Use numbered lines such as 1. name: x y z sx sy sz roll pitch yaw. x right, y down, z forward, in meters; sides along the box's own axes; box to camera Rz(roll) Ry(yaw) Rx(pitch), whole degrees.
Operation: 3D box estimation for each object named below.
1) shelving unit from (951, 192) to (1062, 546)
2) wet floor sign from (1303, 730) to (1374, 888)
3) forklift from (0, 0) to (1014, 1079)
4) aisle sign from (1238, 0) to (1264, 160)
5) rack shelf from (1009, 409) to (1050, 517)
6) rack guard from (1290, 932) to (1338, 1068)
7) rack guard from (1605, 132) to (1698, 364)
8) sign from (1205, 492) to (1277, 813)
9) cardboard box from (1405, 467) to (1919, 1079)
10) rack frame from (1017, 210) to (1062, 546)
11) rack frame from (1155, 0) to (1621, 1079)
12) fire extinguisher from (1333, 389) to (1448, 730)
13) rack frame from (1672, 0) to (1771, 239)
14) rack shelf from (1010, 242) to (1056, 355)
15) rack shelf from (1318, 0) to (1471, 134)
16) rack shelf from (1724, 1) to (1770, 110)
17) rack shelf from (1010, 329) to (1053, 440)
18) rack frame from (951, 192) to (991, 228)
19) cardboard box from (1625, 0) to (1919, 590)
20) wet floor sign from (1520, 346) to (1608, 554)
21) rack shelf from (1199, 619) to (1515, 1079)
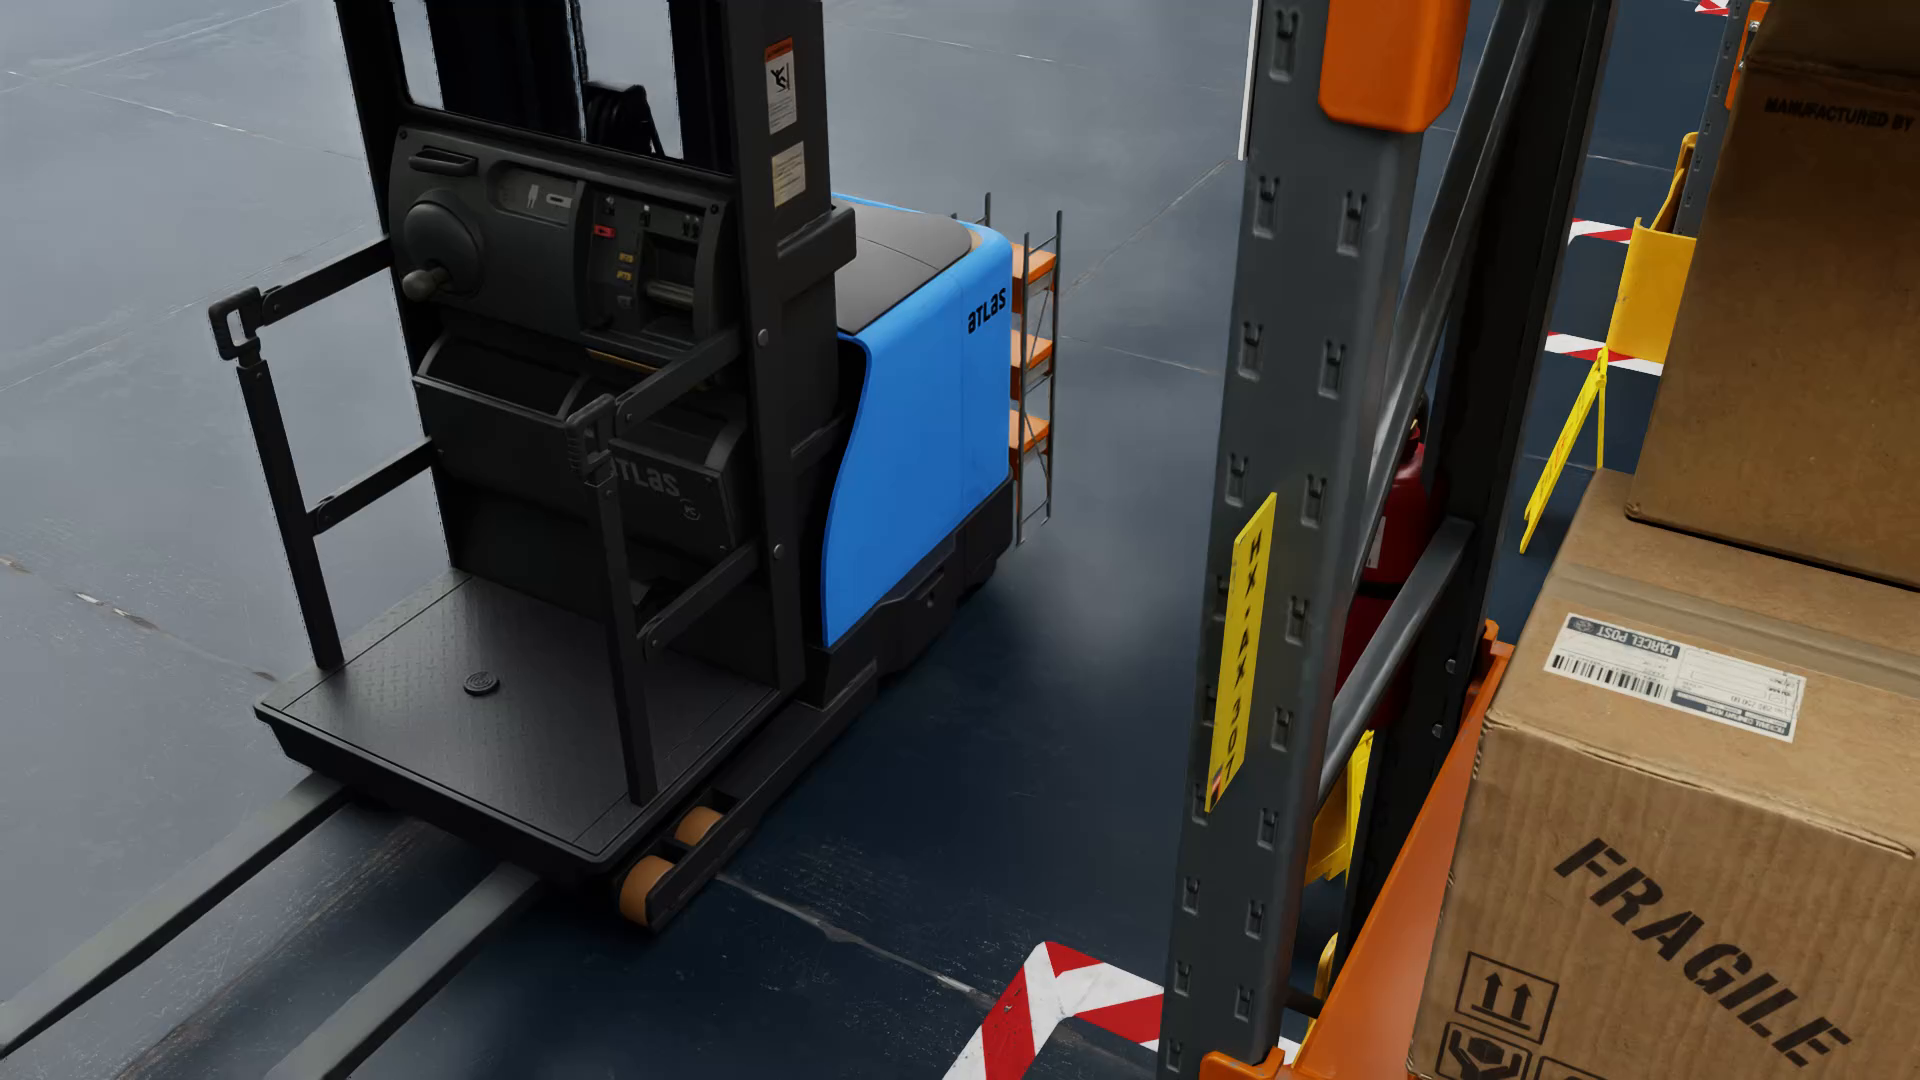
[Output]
1. shelving unit: 0.134 -0.502 5.057 0.252 1.050 0.215 20 38 27
2. wet floor sign: 0.904 0.624 3.730 0.267 0.644 0.232 -25 41 -33
3. forklift: -1.007 -0.604 3.513 1.130 2.935 3.031 18 37 24
4. aisle sign: 0.331 -0.738 1.307 0.004 0.787 0.394 18 37 24
5. rack shelf: 0.134 -0.262 5.216 0.240 0.259 0.215 20 38 27
6. rack guard: 0.604 1.273 2.888 0.348 0.500 1.175 18 37 24
7. rack guard: 2.886 -1.165 6.548 0.348 0.500 1.175 18 37 24
8. sign: 0.269 0.112 1.594 0.005 0.325 0.100 18 37 24
9. cardboard box: 0.812 0.310 1.720 0.500 0.500 0.500 17 37 24
10. rack frame: 0.236 -0.465 5.001 0.008 1.050 0.200 20 38 27
11. rack frame: 0.537 0.213 2.224 0.053 2.616 0.949 18 37 24
12. fire extinguisher: 0.668 -0.010 2.628 0.183 0.674 0.296 18 37 24
13. rack frame: 2.907 -2.198 5.845 0.127 3.000 1.000 18 37 24
14. rack shelf: 0.134 -0.730 4.906 0.240 0.259 0.215 20 38 27
15. rack shelf: 2.275 -0.188 0.768 4.000 0.370 1.077 18 37 24
16. rack shelf: 4.643 -1.349 5.218 4.000 0.370 1.077 18 37 24
17. rack shelf: 0.134 -0.493 5.062 0.240 0.259 0.215 20 38 27
18. rack frame: 0.032 -0.539 5.112 0.008 1.050 0.200 20 38 27
19. cardboard box: 1.090 -0.335 1.786 0.500 0.500 0.700 17 37 23
20. wet floor sign: 1.899 -0.274 5.079 0.232 0.644 0.267 11 35 16
21. rack shelf: 2.275 1.061 1.600 4.000 0.370 1.077 18 37 24
